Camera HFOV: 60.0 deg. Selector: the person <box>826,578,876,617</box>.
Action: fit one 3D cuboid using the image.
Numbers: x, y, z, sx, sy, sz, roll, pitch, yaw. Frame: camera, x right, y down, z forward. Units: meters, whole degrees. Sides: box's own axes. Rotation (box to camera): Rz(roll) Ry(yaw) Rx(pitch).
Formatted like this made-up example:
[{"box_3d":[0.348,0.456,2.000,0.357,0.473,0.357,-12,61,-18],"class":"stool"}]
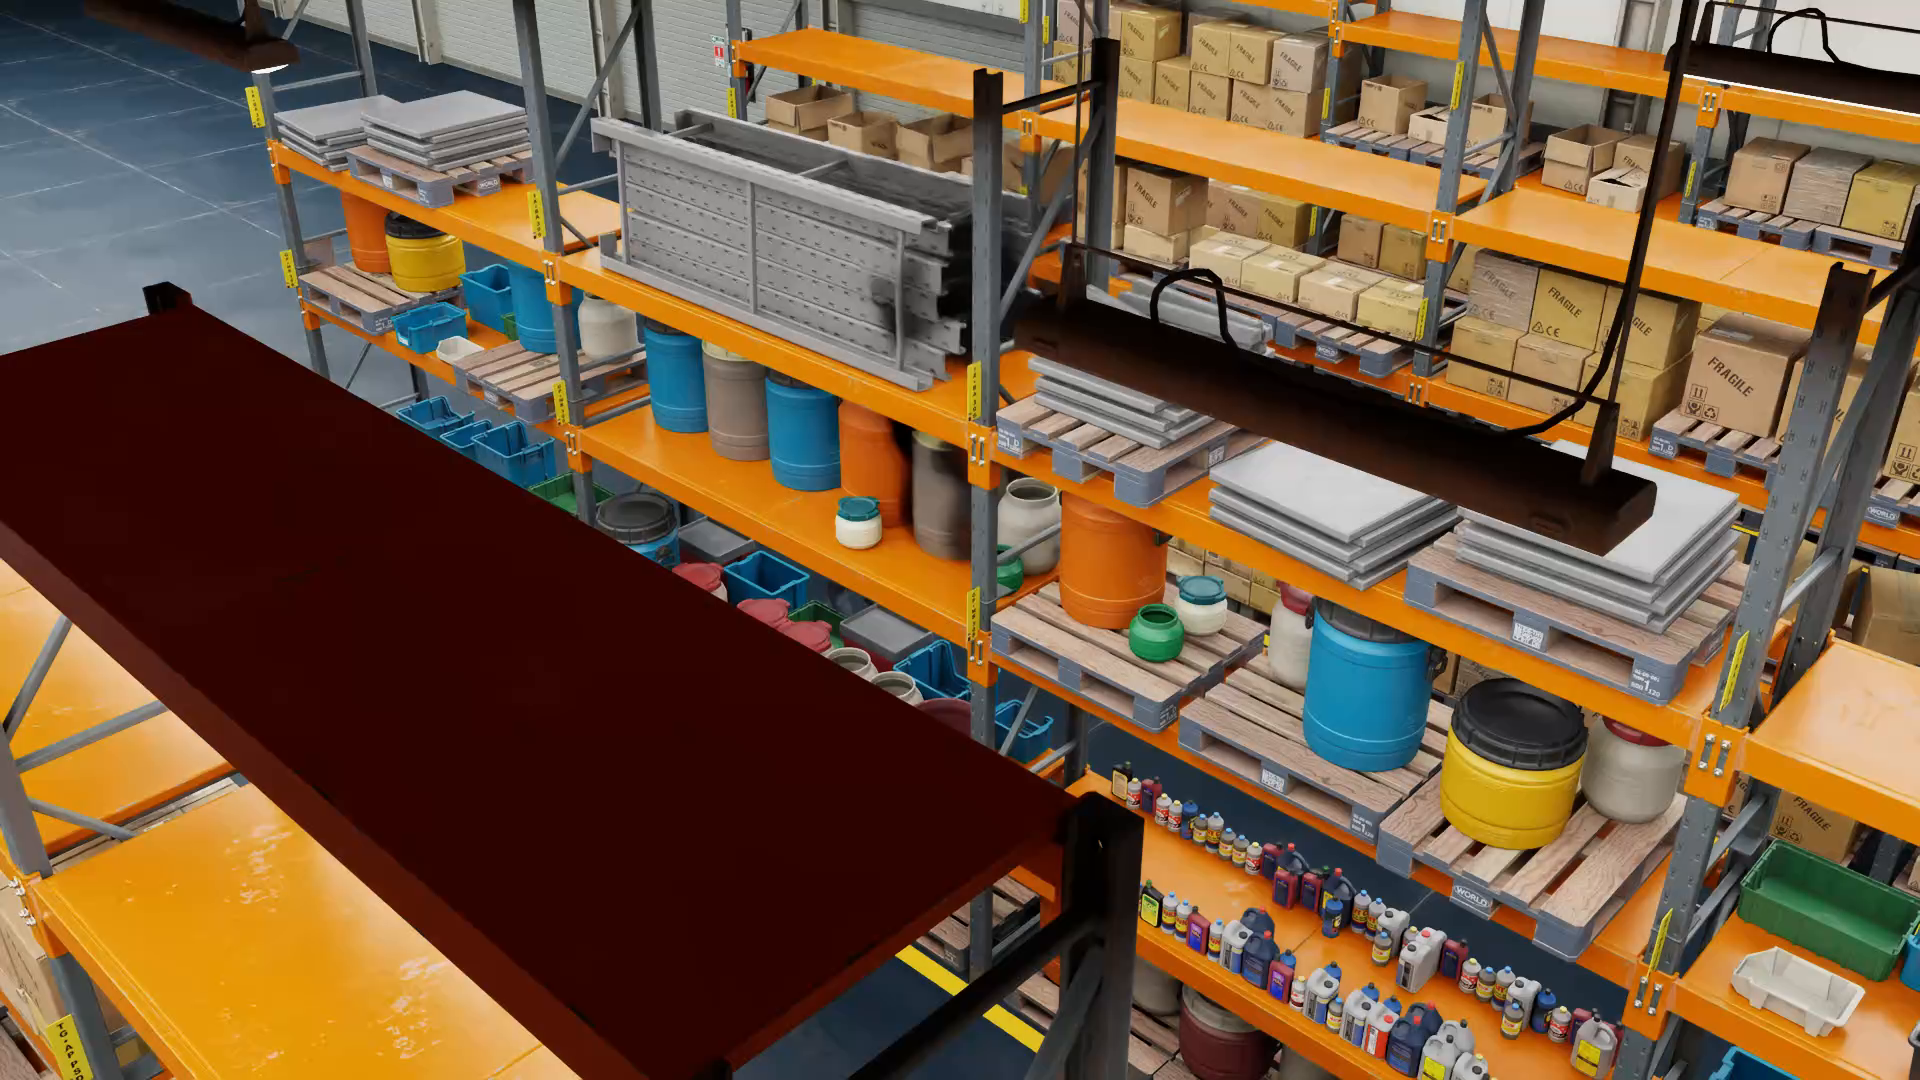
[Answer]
[{"box_3d":[-0.861,0.169,13.617,0.671,1.869,0.727,-25,38,-37],"class":"person"}]
